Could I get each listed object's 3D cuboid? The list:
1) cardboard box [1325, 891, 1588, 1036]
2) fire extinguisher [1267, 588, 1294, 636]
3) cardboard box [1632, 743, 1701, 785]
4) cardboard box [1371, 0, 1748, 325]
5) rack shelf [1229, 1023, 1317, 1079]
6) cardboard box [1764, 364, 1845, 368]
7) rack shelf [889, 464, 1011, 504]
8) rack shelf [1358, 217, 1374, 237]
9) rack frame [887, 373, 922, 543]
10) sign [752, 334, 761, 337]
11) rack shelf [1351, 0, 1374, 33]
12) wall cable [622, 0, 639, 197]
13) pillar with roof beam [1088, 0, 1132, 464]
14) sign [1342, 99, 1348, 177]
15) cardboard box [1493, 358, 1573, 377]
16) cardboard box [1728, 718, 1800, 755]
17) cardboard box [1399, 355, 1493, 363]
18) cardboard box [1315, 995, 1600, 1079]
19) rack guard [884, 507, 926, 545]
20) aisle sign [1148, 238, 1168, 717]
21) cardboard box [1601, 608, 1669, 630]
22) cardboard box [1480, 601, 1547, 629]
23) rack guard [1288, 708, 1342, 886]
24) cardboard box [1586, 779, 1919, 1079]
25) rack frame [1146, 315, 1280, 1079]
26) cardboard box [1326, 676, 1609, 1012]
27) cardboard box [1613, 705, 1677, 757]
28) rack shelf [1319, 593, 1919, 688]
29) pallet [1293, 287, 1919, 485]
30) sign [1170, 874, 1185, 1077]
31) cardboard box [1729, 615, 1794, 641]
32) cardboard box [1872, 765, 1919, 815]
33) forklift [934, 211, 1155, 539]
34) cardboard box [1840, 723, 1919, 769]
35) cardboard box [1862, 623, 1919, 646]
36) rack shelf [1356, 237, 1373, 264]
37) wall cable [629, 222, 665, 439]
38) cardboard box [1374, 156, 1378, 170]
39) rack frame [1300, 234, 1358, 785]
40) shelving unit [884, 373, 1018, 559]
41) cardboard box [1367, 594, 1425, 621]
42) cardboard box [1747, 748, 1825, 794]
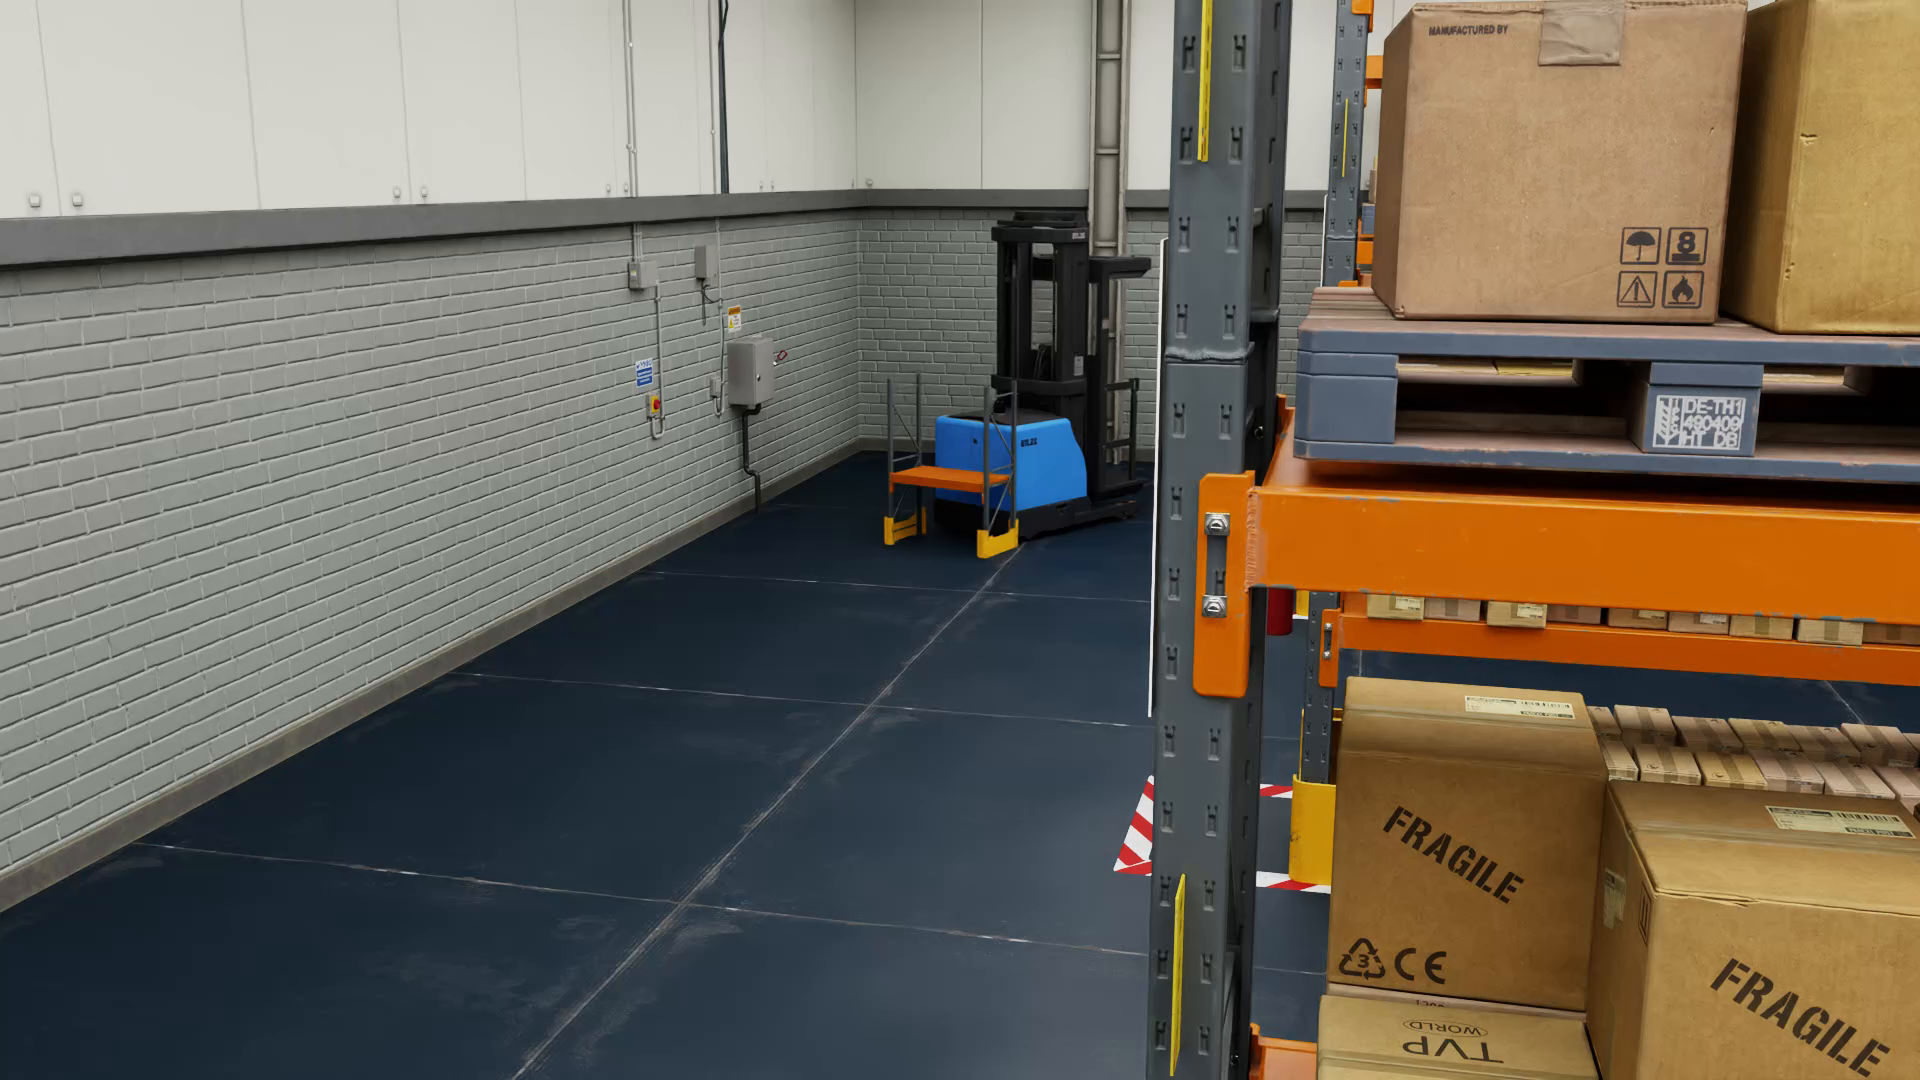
[{"bbox_3d":[1.041,0.978,3.561,0.500,0.250,0.500,3,13,13],"label":"cardboard box"},{"bbox_3d":[1.659,0.152,8.661,0.183,0.674,0.296,3,13,14],"label":"fire extinguisher"},{"bbox_3d":[3.259,1.079,7.686,0.250,0.149,0.380,4,13,16],"label":"cardboard box"},{"bbox_3d":[1.025,-0.671,2.976,0.500,0.500,0.700,2,13,10],"label":"cardboard box"},{"bbox_3d":[2.449,1.535,3.049,4.000,0.370,1.077,3,13,14],"label":"rack shelf"},{"bbox_3d":[3.810,-0.590,7.741,0.500,0.500,0.500,3,13,12],"label":"cardboard box"},{"bbox_3d":[-0.074,-0.507,14.887,1.000,0.185,0.538,8,15,32],"label":"rack shelf"},{"bbox_3d":[6.009,-3.057,16.822,4.000,0.370,1.077,3,13,14],"label":"rack shelf"},{"bbox_3d":[-0.501,-0.743,15.118,0.032,1.500,0.500,8,15,32],"label":"rack frame"},{"bbox_3d":[-2.037,-1.794,16.612,0.001,0.494,0.329,3,13,14],"label":"sign"},{"bbox_3d":[3.735,-2.429,7.077,4.000,0.370,1.077,3,13,14],"label":"rack shelf"},{"bbox_3d":[-2.709,-4.168,13.245,0.029,3.000,0.463,3,13,14],"label":"wall cable"},{"bbox_3d":[0.634,-4.400,14.292,0.400,9.000,9.100,3,13,14],"label":"pillar with roof beam"},{"bbox_3d":[1.664,-1.734,7.182,0.005,0.325,0.100,3,13,14],"label":"sign"},{"bbox_3d":[2.657,-0.535,7.496,0.500,0.500,0.500,3,13,15],"label":"cardboard box"},{"bbox_3d":[3.881,0.999,8.046,0.250,0.149,0.380,3,13,14],"label":"cardboard box"},{"bbox_3d":[2.297,-0.668,8.093,0.500,0.500,0.500,3,13,12],"label":"cardboard box"},{"bbox_3d":[0.908,1.090,3.054,0.500,0.250,0.500,3,13,12],"label":"cardboard box"},{"bbox_3d":[-0.500,-0.132,15.253,0.087,0.250,0.587,8,15,32],"label":"rack guard"},{"bbox_3d":[0.365,-0.129,2.889,0.004,0.787,0.394,3,13,14],"label":"aisle sign"},{"bbox_3d":[3.077,0.285,7.605,0.250,0.149,0.380,3,13,13],"label":"cardboard box"},{"bbox_3d":[2.535,0.281,7.623,0.250,0.149,0.380,3,13,12],"label":"cardboard box"},{"bbox_3d":[1.867,1.267,8.369,0.348,0.500,1.175,3,13,14],"label":"rack guard"},{"bbox_3d":[1.394,0.750,2.856,0.500,0.500,0.500,3,13,12],"label":"cardboard box"},{"bbox_3d":[0.507,1.080,3.438,0.127,3.000,1.000,3,13,14],"label":"rack frame"},{"bbox_3d":[1.043,0.612,3.476,0.500,0.500,0.500,3,13,14],"label":"cardboard box"},{"bbox_3d":[3.390,0.954,8.247,0.250,0.149,0.380,4,13,16],"label":"cardboard box"},{"bbox_3d":[3.735,0.498,7.726,4.000,0.370,1.077,3,13,14],"label":"rack shelf"},{"bbox_3d":[1.230,-0.304,2.960,1.213,0.211,1.003,3,13,14],"label":"pallet"},{"bbox_3d":[0.368,0.736,2.811,0.005,0.325,0.100,3,13,14],"label":"sign"},{"bbox_3d":[3.556,0.321,7.440,0.250,0.149,0.380,4,13,16],"label":"cardboard box"},{"bbox_3d":[4.250,1.142,7.400,0.250,0.149,0.380,2,13,11],"label":"cardboard box"},{"bbox_3d":[1.132,-1.690,16.084,1.130,2.935,3.031,12,17,42],"label":"forklift"},{"bbox_3d":[4.395,1.017,7.966,0.250,0.149,0.380,3,13,15],"label":"cardboard box"},{"bbox_3d":[4.072,0.340,7.358,0.250,0.149,0.380,3,13,13],"label":"cardboard box"},{"bbox_3d":[4.823,-2.013,12.117,4.000,0.370,1.077,3,13,14],"label":"rack shelf"},{"bbox_3d":[-2.599,-1.802,14.015,0.123,1.953,0.585,3,13,14],"label":"wall cable"},{"bbox_3d":[4.438,-3.752,16.800,0.500,0.250,0.500,3,13,13],"label":"cardboard box"},{"bbox_3d":[1.793,0.043,8.116,0.127,3.000,1.000,3,13,14],"label":"rack frame"},{"bbox_3d":[-0.082,-0.684,14.853,1.083,1.500,0.587,8,15,32],"label":"shelving unit"},{"bbox_3d":[2.029,0.251,7.757,0.250,0.149,0.380,3,13,13],"label":"cardboard box"},{"bbox_3d":[3.770,1.095,7.613,0.250,0.149,0.380,3,13,14],"label":"cardboard box"}]
